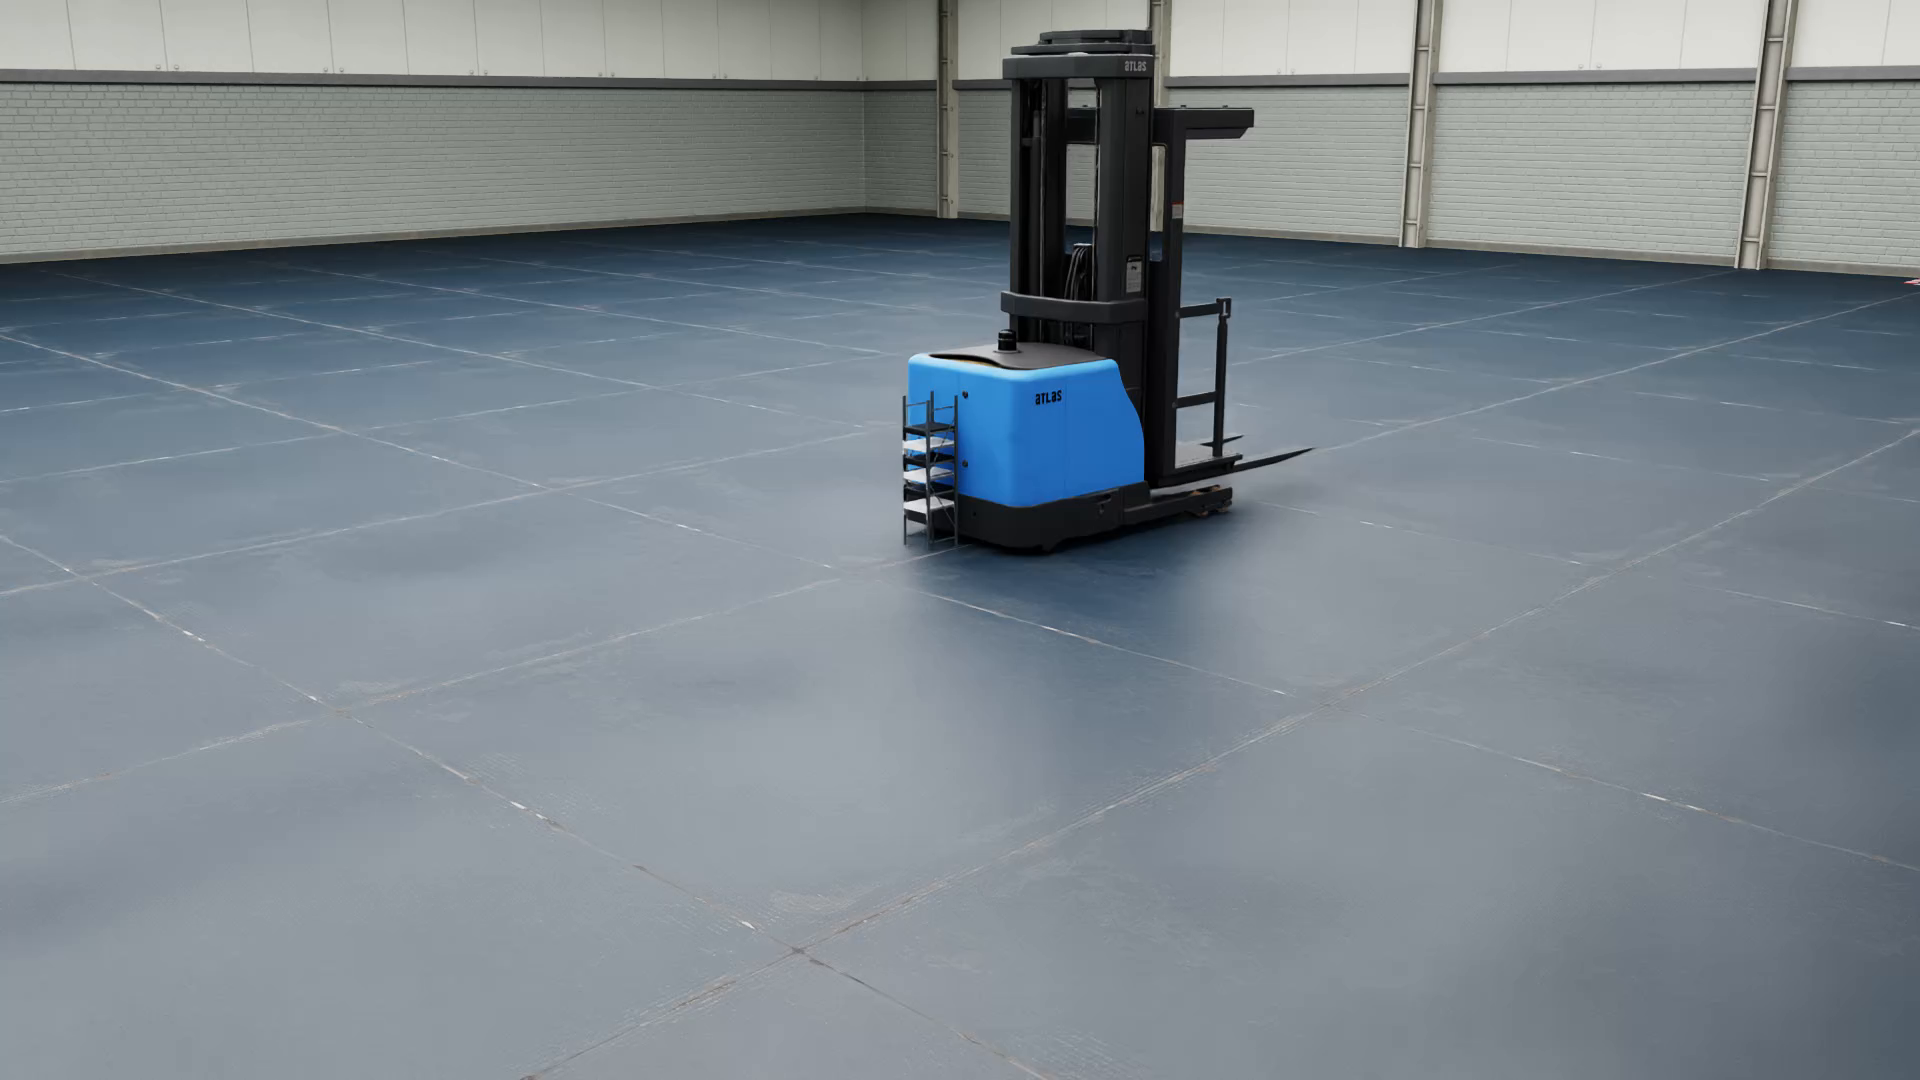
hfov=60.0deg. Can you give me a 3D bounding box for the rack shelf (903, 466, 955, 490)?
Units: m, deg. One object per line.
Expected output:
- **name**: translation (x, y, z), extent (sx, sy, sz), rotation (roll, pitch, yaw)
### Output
- **rack shelf**: translation (-0.172, -0.362, 9.668), extent (0.258, 0.077, 0.200), rotation (-14, 20, -42)

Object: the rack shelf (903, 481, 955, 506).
- **rack shelf**: translation (-0.172, -0.275, 9.691), extent (0.258, 0.077, 0.200), rotation (-14, 20, -42)

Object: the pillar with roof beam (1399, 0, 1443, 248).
- **pillar with roof beam**: translation (5.364, -8.984, 26.564), extent (0.400, 9.000, 9.100), rotation (14, 20, 42)

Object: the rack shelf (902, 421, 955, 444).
- **rack shelf**: translation (-0.172, -0.623, 9.600), extent (0.258, 0.077, 0.200), rotation (-14, 20, -42)

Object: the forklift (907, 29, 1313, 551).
- **forklift**: translation (1.103, -1.645, 10.433), extent (3.031, 2.935, 1.130), rotation (-13, 19, -41)

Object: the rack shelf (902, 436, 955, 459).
- **rack shelf**: translation (-0.172, -0.536, 9.623), extent (0.258, 0.077, 0.200), rotation (-14, 20, -42)

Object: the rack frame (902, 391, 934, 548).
- **rack frame**: translation (-0.242, -0.413, 9.731), extent (0.240, 0.900, 0.006), rotation (-14, 20, -42)

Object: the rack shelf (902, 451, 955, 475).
- **rack shelf**: translation (-0.172, -0.449, 9.645), extent (0.258, 0.077, 0.200), rotation (-14, 20, -42)

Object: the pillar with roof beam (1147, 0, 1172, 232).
- **pillar with roof beam**: translation (1.045, -10.034, 30.594), extent (0.400, 9.000, 9.100), rotation (14, 20, 42)

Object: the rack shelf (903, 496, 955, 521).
- **rack shelf**: translation (-0.172, -0.188, 9.713), extent (0.258, 0.077, 0.200), rotation (-14, 20, -42)

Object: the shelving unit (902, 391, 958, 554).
- **shelving unit**: translation (-0.172, -0.394, 9.660), extent (0.258, 0.900, 0.210), rotation (-14, 20, -42)

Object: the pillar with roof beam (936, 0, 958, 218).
- **pillar with roof beam**: translation (-3.275, -11.084, 34.624), extent (0.400, 9.000, 9.100), rotation (14, 20, 42)

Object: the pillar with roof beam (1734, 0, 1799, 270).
- **pillar with roof beam**: translation (9.683, -7.934, 22.534), extent (0.400, 9.000, 9.100), rotation (14, 20, 42)

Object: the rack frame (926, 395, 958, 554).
- **rack frame**: translation (-0.102, -0.375, 9.588), extent (0.240, 0.900, 0.006), rotation (-14, 20, -42)
